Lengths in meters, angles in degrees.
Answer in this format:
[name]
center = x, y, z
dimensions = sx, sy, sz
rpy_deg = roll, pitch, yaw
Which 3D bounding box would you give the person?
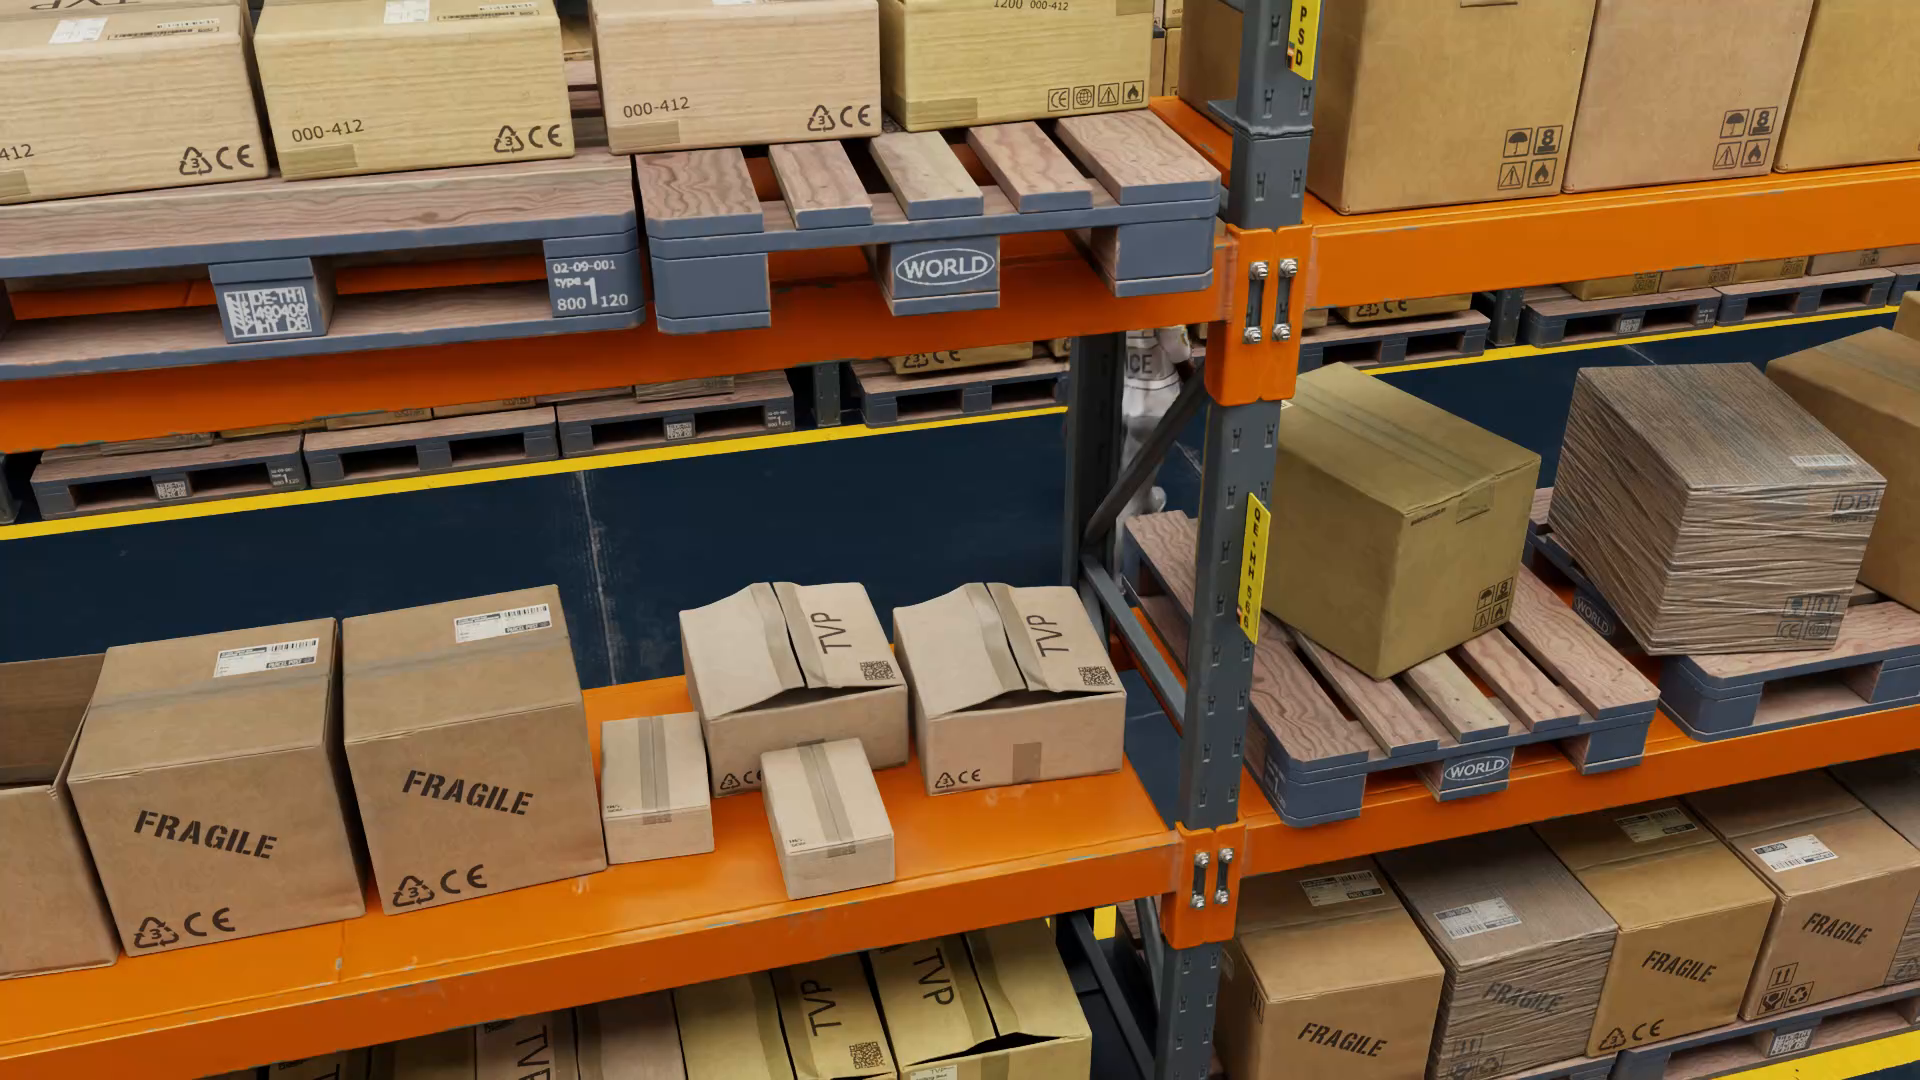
[person]
center = 0.798, -0.612, 7.140
dimensions = 0.457, 1.614, 1.012
rpy_deg = 20, 36, 30
